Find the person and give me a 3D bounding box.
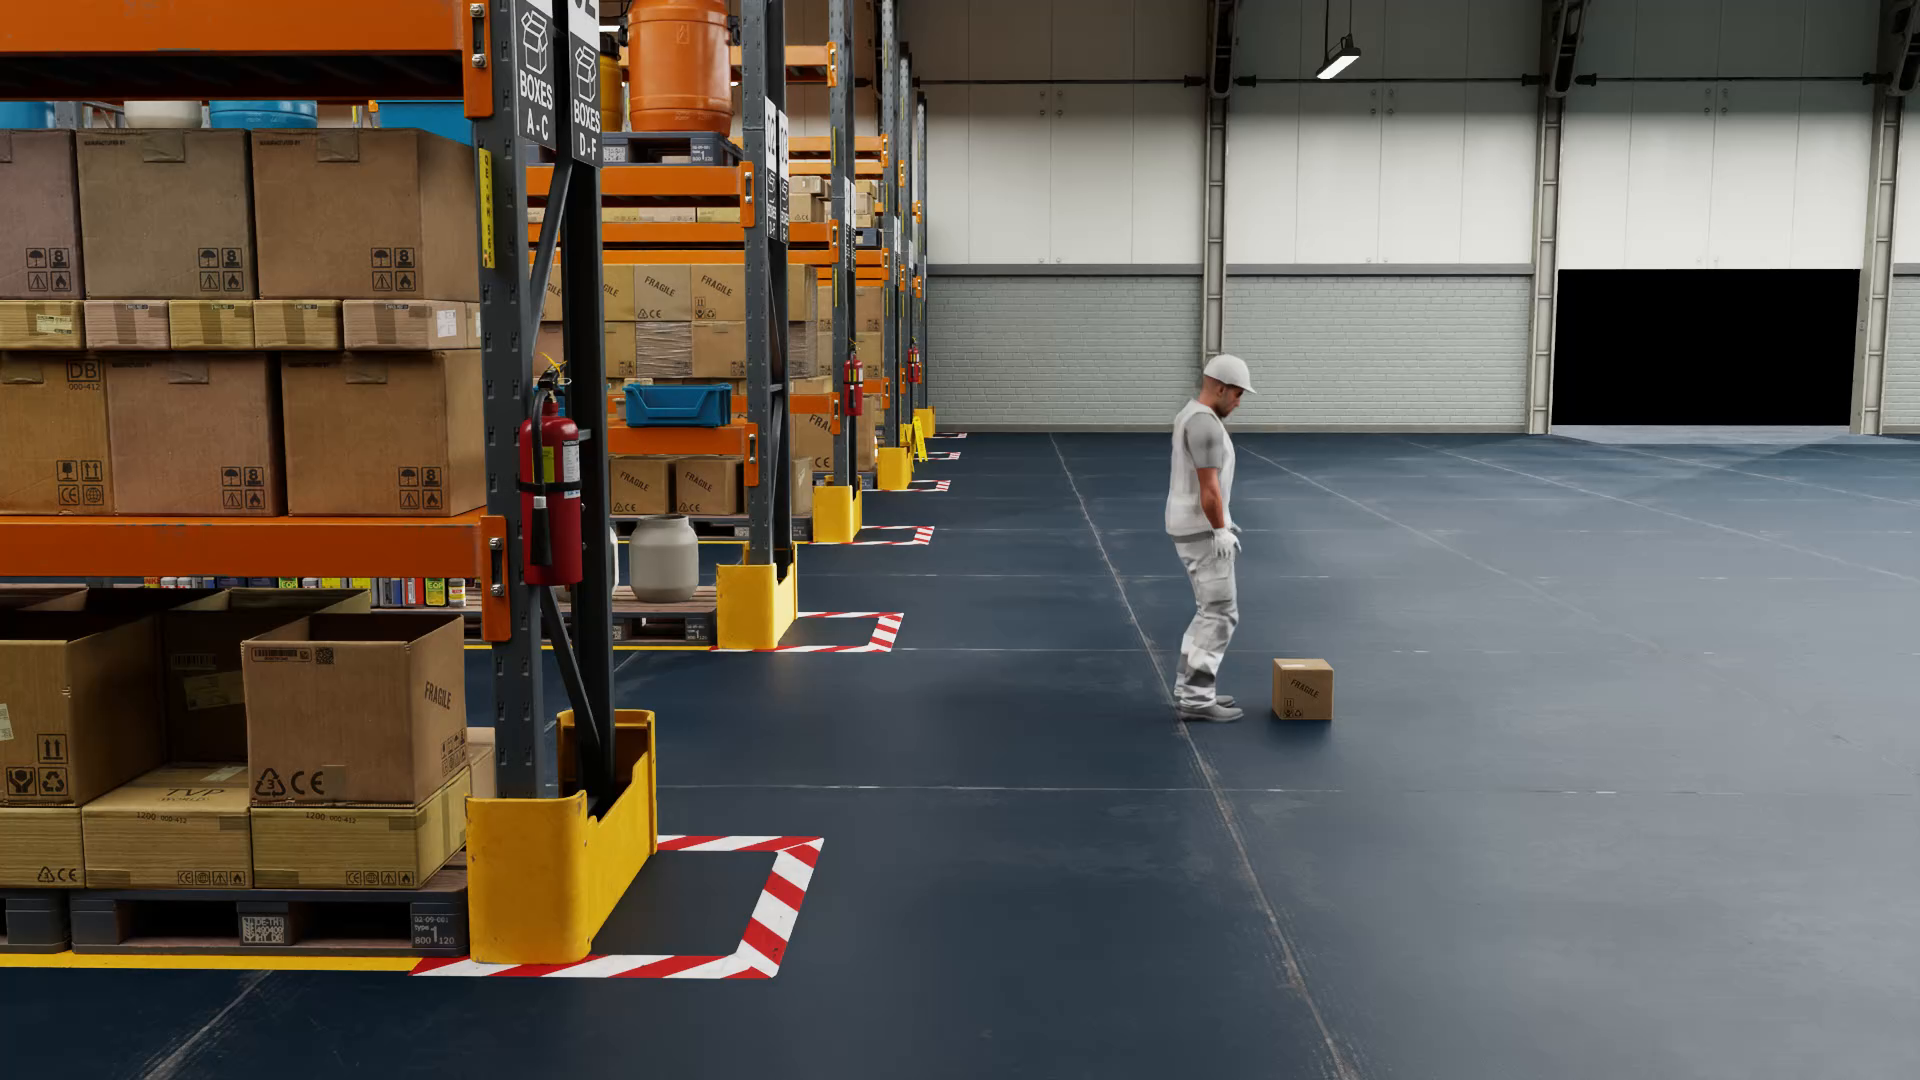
[{"bbox_3d":[1.212,-0.020,8.071,0.427,1.752,0.538,0,7,3],"label":"person"}]
